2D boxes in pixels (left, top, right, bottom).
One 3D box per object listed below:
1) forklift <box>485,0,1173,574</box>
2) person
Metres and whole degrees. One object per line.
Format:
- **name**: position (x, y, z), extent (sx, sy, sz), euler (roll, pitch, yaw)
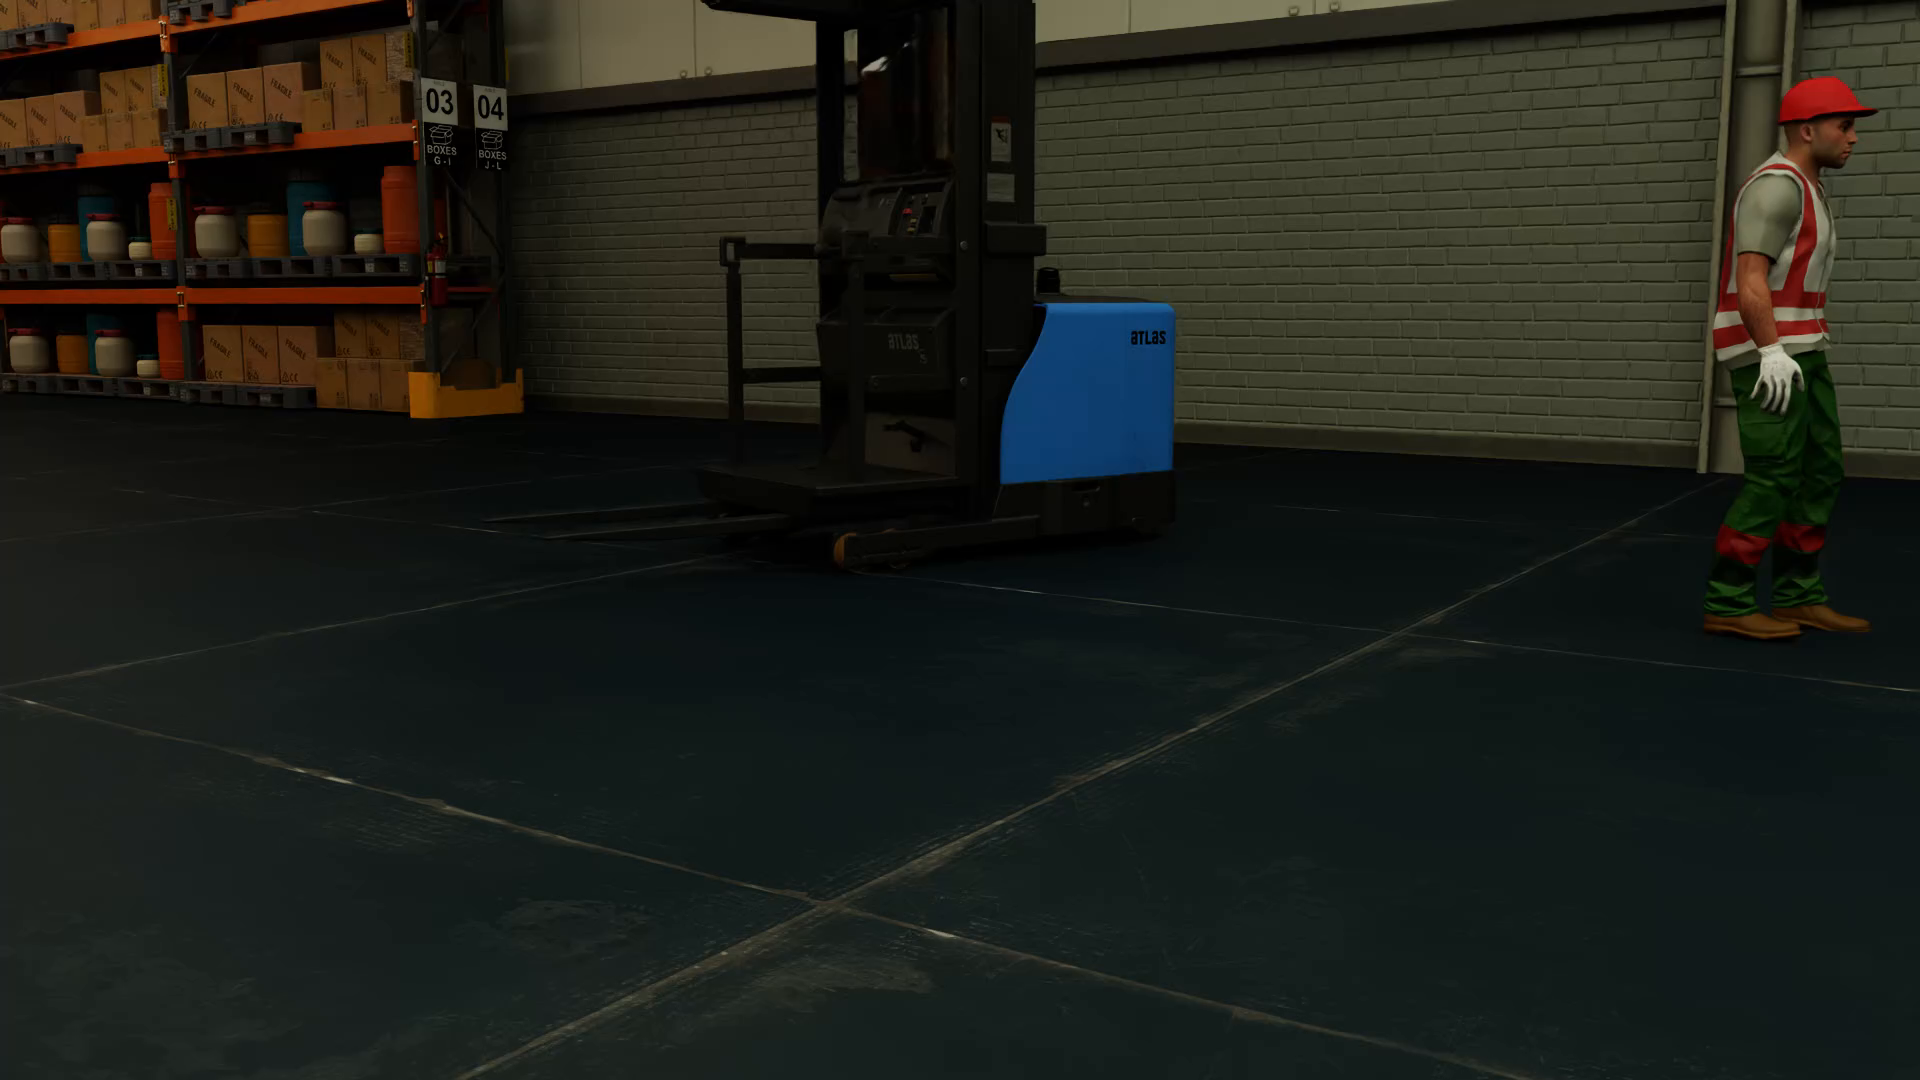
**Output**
- **forklift**: position (-0.475, -1.397, 7.017), extent (3.031, 2.935, 1.130), euler (-6, 10, -38)
- **person**: position (2.675, -0.568, 5.343), extent (0.459, 1.789, 0.613), euler (7, 11, 40)
